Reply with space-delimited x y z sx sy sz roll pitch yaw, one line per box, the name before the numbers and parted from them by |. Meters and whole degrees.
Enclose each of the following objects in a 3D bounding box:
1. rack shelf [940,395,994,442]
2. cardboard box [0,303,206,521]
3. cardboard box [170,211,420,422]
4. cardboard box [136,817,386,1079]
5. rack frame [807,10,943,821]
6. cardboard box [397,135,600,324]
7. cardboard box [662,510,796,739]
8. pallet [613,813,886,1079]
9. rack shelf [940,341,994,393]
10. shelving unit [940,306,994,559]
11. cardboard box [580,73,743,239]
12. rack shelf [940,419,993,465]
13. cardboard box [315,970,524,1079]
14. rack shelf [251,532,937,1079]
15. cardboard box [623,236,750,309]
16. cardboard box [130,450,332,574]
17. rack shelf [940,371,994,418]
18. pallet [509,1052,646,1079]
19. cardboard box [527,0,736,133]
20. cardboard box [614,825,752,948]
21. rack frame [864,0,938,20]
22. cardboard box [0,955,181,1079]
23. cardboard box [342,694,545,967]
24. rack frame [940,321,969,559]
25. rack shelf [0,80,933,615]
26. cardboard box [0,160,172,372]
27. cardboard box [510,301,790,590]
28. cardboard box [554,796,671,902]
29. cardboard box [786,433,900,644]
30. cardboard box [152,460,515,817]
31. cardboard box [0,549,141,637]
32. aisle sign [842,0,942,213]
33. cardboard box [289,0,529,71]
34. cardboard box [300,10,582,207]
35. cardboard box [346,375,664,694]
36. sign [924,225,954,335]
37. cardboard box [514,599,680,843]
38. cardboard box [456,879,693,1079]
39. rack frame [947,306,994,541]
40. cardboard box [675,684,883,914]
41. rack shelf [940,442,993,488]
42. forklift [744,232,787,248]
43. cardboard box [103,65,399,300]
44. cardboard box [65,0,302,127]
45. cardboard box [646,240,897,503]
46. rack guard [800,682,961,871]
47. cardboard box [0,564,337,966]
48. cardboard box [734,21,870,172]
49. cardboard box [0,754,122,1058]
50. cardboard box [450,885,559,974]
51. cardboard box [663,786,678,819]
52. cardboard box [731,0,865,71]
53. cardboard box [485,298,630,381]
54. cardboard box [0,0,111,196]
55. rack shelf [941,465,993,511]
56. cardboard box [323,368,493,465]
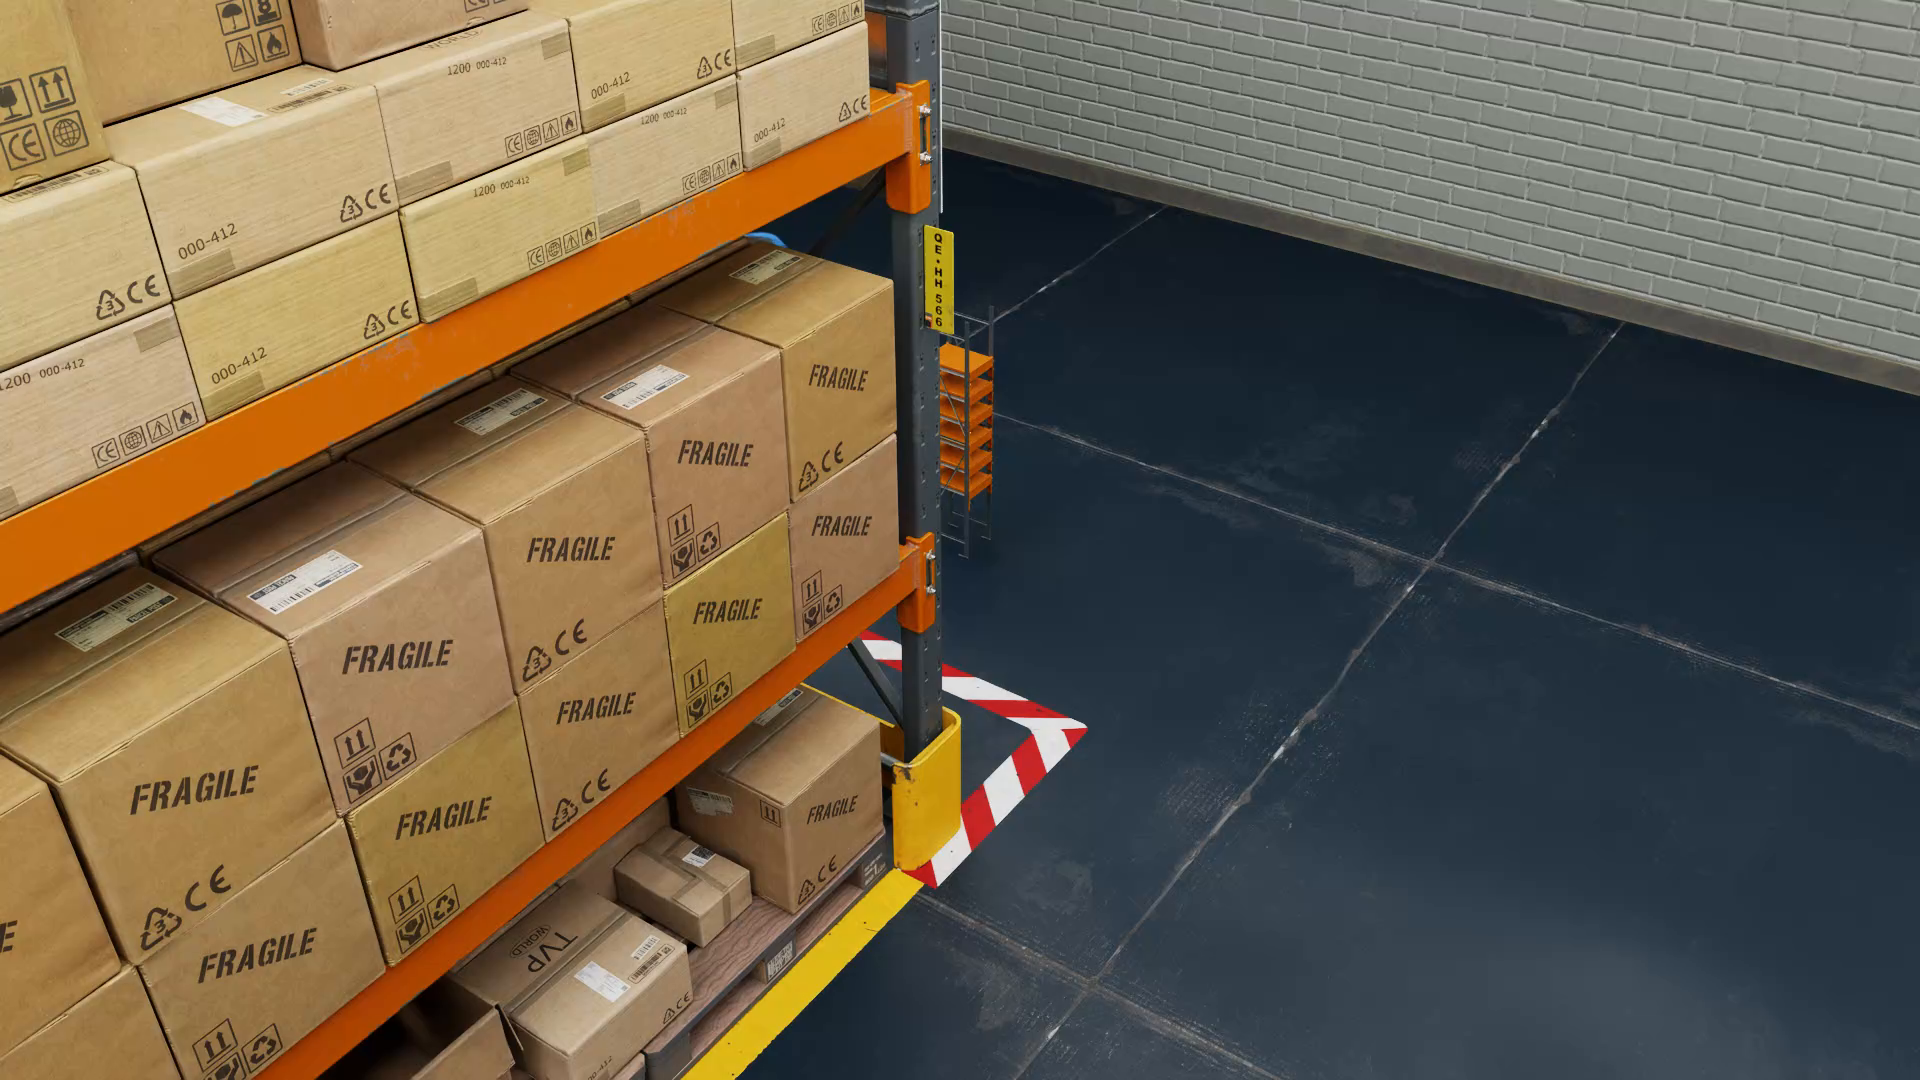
rack shelf | -0.008 -0.553 7.362 0.258 0.103 0.180 21 39 28
cardboard box | -1.731 -0.280 2.942 0.500 0.250 0.500 21 39 28
cardboard box | -1.449 -0.511 3.284 0.500 0.250 0.500 21 39 28
cardboard box | -1.695 0.849 3.728 0.500 0.500 0.500 21 39 28
rack frame | -0.506 -0.337 5.571 1.000 3.000 0.127 21 39 28
cardboard box | -1.150 -0.736 3.617 0.500 0.250 0.500 21 39 28
cardboard box | -0.830 0.155 4.755 0.500 0.500 0.500 22 40 29
pallet | -1.003 1.220 5.757 1.003 0.211 1.213 21 39 28
rack shelf | -0.008 -0.752 7.227 0.258 0.103 0.180 21 39 28
shelving unit | -0.008 -0.490 7.404 0.258 1.200 0.189 21 39 28
cardboard box | -0.876 -0.970 3.963 0.500 0.250 0.500 21 39 28
rack shelf | -0.008 -0.454 7.429 0.258 0.103 0.180 21 39 28
cardboard box | -1.719 1.489 4.706 0.797 0.503 0.637 21 39 28
rack shelf | -1.646 0.881 4.411 1.077 0.370 4.000 21 39 28
cardboard box | -0.975 -0.673 5.085 0.500 0.500 0.500 23 40 30
cardboard box | -1.845 0.033 4.041 0.500 0.500 0.500 21 39 28
rack shelf | -0.008 -0.652 7.294 0.258 0.103 0.180 21 39 28
pallet | -1.699 1.780 4.930 1.003 0.211 1.213 21 39 28
cardboard box | -0.874 -1.176 3.822 0.500 0.250 0.500 21 39 28
cardboard box | -0.918 1.141 5.522 0.380 0.166 0.250 21 39 28
rack frame | -0.506 -2.822 3.890 1.000 3.000 0.127 21 39 28
cardboard box | -1.983 1.078 3.389 0.500 0.500 0.500 22 40 29
cardboard box | -1.407 0.614 4.075 0.500 0.500 0.500 21 39 28
rack frame | -0.060 -0.448 7.342 0.240 1.200 0.006 21 39 28
rack shelf | -1.646 -0.361 3.571 1.077 0.370 4.000 21 39 28
cardboard box | -1.727 -0.485 2.800 0.500 0.250 0.500 21 39 28
cardboard box | -0.821 -0.267 4.486 0.500 0.500 0.500 22 40 29
cardboard box | -1.334 1.010 5.641 0.500 0.250 0.500 21 39 28
cardboard box | -0.537 -0.085 5.109 0.500 0.500 0.500 23 40 30
cardboard box | -1.406 0.209 3.781 0.500 0.500 0.500 23 40 30
cardboard box | -2.133 0.264 3.700 0.500 0.500 0.500 22 40 29
aisle sign | -0.215 -1.347 4.744 0.394 0.787 0.004 21 39 28
cardboard box | -1.337 -1.326 3.374 0.700 0.500 0.500 21 39 28
cardboard box | -1.162 -0.948 3.483 0.500 0.250 0.500 21 39 28
cardboard box | -1.113 -0.027 4.130 0.500 0.500 0.500 22 40 29
sign | -0.061 -0.761 4.882 0.100 0.325 0.005 21 39 28
cardboard box | -1.119 0.382 4.418 0.500 0.500 0.500 22 40 29
cardboard box | -1.180 1.376 5.099 0.500 0.250 0.500 21 39 28
rack frame | 0.044 -0.532 7.466 0.240 1.200 0.006 21 39 28
cardboard box | -0.613 0.845 5.661 0.500 0.500 0.500 21 39 28
rack shelf | -0.008 -0.354 7.496 0.258 0.103 0.180 21 39 28
forklift | -2.054 -1.240 6.968 3.031 2.935 1.130 -15 37 -21
cardboard box | -1.442 -0.715 3.140 0.500 0.250 0.500 21 39 28
cardboard box | -1.699 -1.126 3.078 0.700 0.500 0.500 21 39 28
cardboard box | -0.534 -0.500 4.830 0.500 0.500 0.500 21 39 28
rack guard | -0.549 0.733 6.219 1.175 0.500 0.348 21 39 28
cardboard box | -1.699 0.447 3.429 0.500 0.500 0.500 20 39 27
cardboard box | -0.582 -1.197 4.298 0.500 0.250 0.500 21 39 28
cardboard box | -1.993 0.684 3.079 0.500 0.500 0.500 20 39 27
cardboard box | -1.619 1.240 5.301 0.500 0.250 0.500 21 39 28
cardboard box | -1.169 0.852 5.948 0.380 0.166 0.250 21 39 28
cardboard box | -0.589 -1.407 4.162 0.500 0.250 0.500 21 39 28
cardboard box | -1.267 -0.430 4.726 0.500 0.500 0.500 22 40 29
cardboard box | -1.859 -0.847 2.666 0.700 0.500 0.500 21 39 28
rack shelf | -0.008 -0.255 7.563 0.258 0.103 0.180 21 39 28
cardboard box | -1.556 -0.201 4.388 0.500 0.500 0.500 22 40 29
